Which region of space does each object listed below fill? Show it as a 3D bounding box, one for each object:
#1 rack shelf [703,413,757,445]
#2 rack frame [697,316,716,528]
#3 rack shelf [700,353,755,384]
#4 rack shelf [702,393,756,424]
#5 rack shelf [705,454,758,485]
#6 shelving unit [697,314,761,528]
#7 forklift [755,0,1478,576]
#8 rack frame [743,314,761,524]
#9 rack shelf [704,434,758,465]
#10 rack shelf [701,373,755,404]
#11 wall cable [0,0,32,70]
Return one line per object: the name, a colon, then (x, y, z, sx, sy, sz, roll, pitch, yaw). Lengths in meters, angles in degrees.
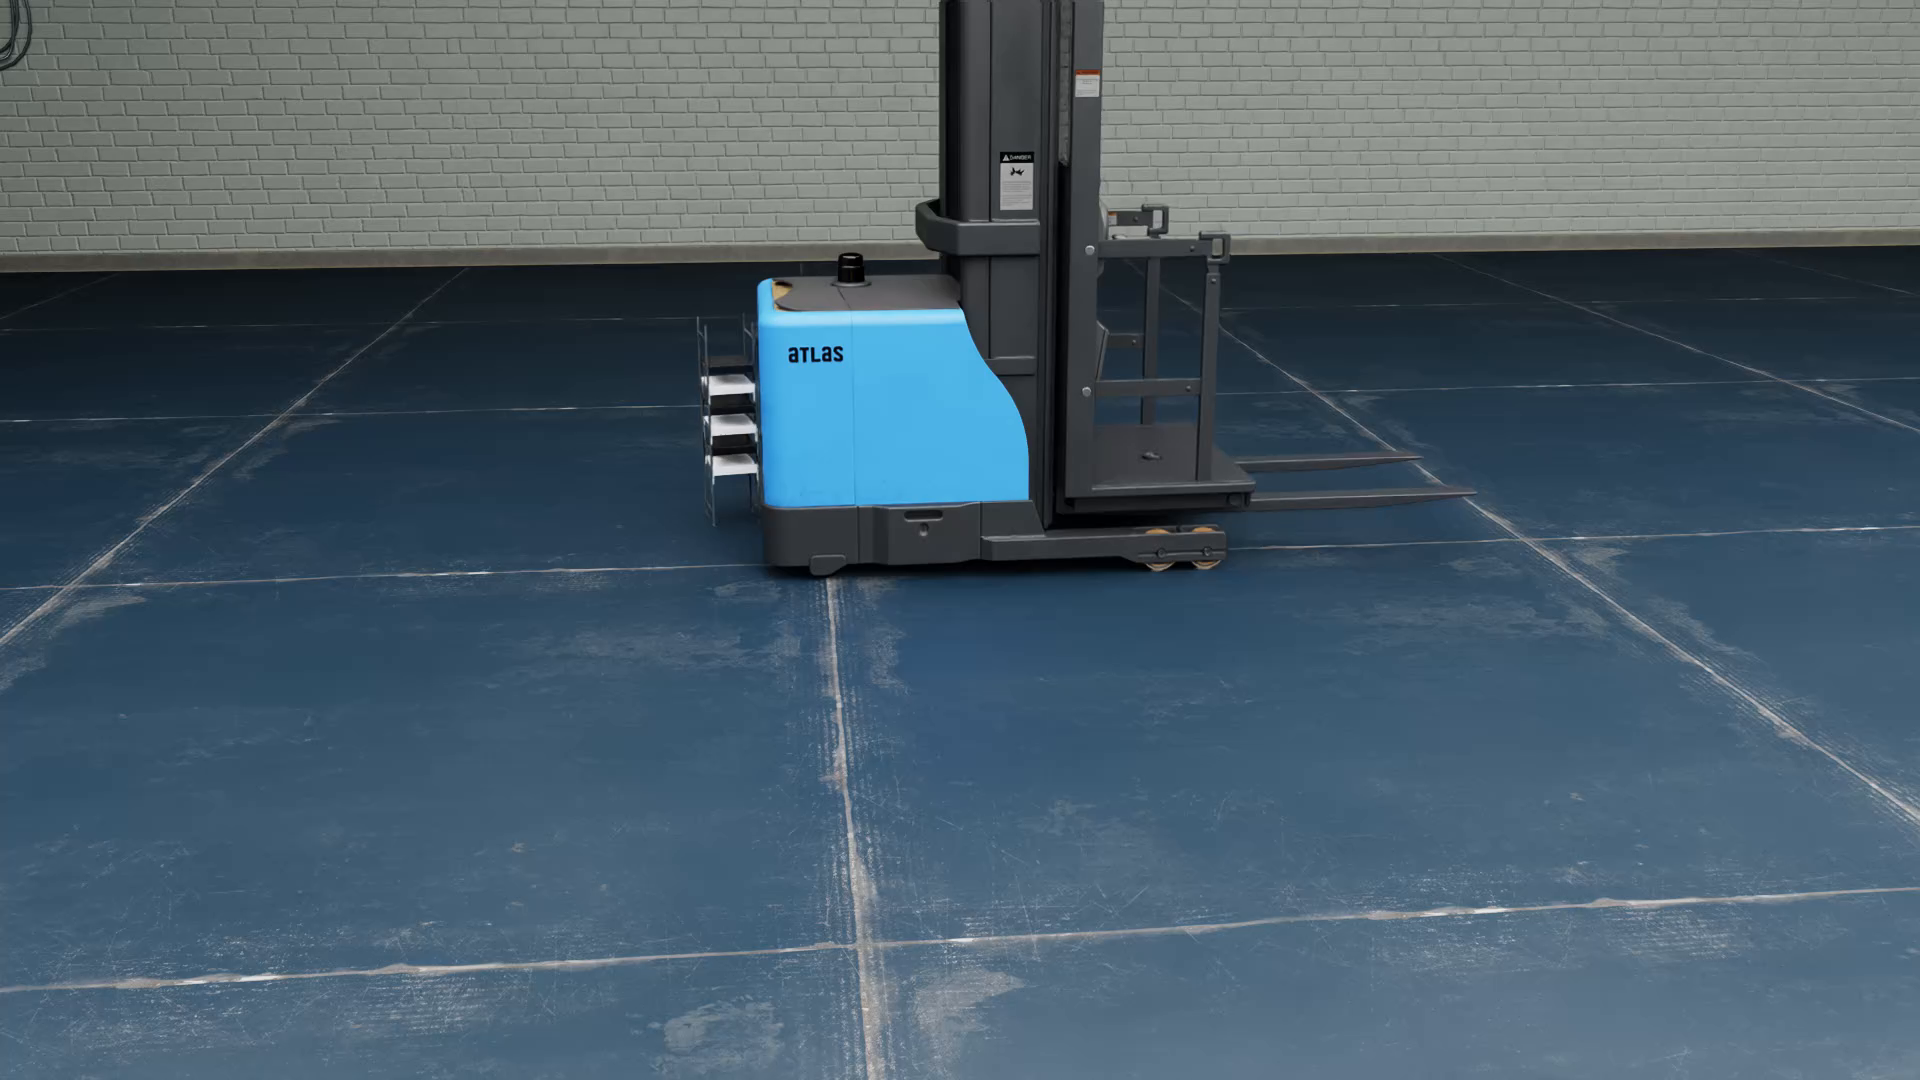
rack shelf: (-1.021, -0.495, 7.361, 0.200, 0.077, 0.258, -5, 18, -16)
rack frame: (-1.118, -0.518, 7.323, 0.006, 0.900, 0.240, -5, 18, -16)
rack shelf: (-1.021, -0.752, 7.281, 0.200, 0.077, 0.258, -5, 18, -16)
rack shelf: (-1.021, -0.580, 7.334, 0.200, 0.077, 0.258, -5, 18, -16)
rack shelf: (-1.021, -0.323, 7.415, 0.200, 0.077, 0.258, -5, 18, -16)
shelving unit: (-1.021, -0.526, 7.351, 0.210, 0.900, 0.258, -5, 18, -16)
forklift: (0.662, -1.431, 6.841, 3.031, 2.935, 1.130, -2, 18, -7)
rack frame: (-0.924, -0.535, 7.380, 0.006, 0.900, 0.240, -5, 18, -16)
rack shelf: (-1.021, -0.409, 7.388, 0.200, 0.077, 0.258, -5, 18, -16)
rack shelf: (-1.021, -0.666, 7.308, 0.200, 0.077, 0.258, -5, 18, -16)
wall cable: (-9.425, -5.139, 13.706, 3.097, 2.526, 0.112, -2, 18, -6)
